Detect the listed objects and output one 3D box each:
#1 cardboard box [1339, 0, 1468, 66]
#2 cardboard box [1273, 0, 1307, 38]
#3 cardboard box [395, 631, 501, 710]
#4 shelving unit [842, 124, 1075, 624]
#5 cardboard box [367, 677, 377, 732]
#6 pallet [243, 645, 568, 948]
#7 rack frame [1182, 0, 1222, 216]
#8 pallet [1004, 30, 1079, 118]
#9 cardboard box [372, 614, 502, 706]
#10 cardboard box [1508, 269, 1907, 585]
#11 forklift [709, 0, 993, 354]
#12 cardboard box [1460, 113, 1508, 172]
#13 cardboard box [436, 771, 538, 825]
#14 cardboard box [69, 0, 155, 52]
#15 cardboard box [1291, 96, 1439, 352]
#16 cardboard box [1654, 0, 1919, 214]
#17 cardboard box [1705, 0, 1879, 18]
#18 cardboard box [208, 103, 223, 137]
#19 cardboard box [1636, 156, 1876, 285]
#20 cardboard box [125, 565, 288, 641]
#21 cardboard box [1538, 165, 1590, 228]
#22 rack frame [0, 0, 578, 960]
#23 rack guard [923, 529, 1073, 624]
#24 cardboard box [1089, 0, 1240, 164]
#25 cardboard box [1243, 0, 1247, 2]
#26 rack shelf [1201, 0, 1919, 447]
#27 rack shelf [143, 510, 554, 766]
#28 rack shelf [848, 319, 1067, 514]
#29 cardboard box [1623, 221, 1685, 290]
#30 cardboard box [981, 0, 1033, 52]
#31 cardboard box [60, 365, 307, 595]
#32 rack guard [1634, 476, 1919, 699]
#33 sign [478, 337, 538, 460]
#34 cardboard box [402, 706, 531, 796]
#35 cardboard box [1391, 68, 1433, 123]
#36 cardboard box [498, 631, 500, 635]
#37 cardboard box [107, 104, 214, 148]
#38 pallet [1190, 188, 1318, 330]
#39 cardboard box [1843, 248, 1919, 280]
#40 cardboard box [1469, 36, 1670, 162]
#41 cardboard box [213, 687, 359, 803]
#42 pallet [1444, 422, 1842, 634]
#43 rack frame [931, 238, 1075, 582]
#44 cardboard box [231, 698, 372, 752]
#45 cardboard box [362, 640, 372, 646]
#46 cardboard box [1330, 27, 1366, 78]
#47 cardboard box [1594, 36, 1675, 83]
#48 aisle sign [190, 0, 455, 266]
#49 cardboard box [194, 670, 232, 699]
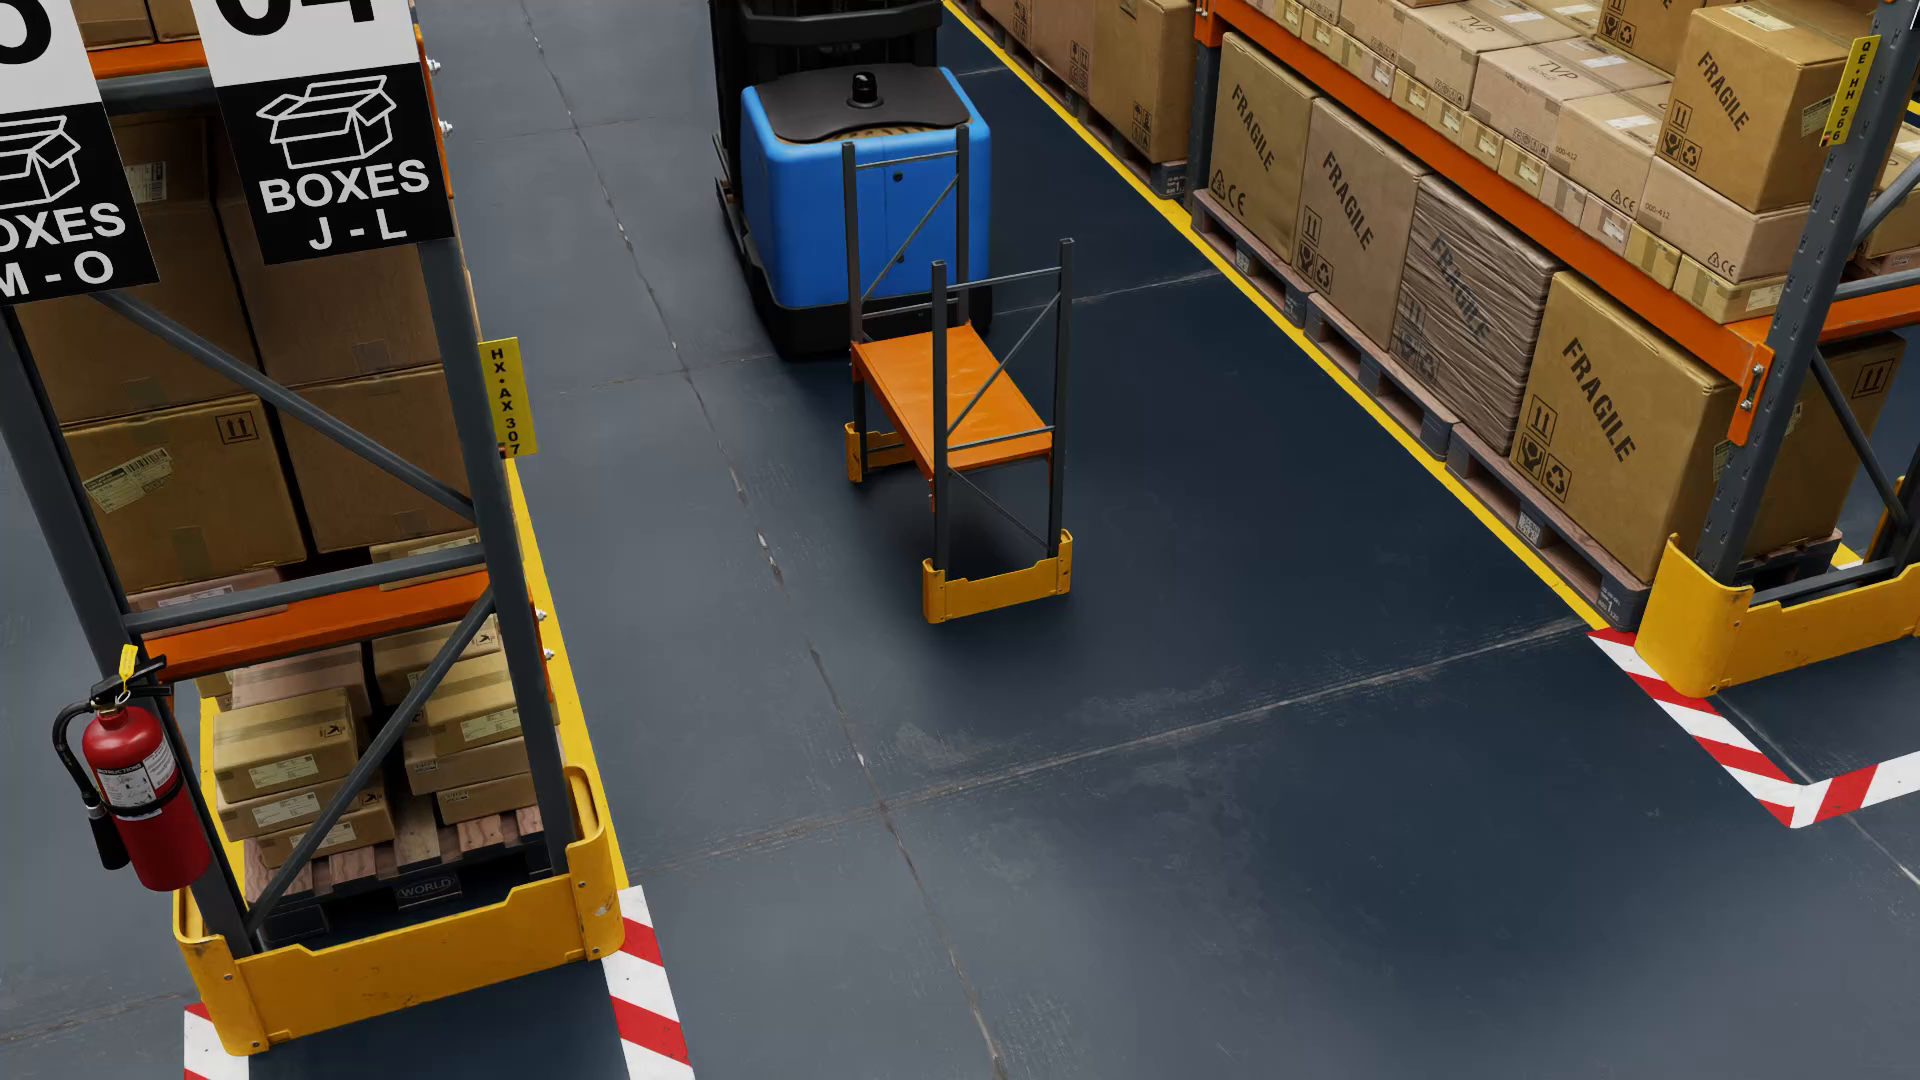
[{"bbox_3d":[1.987,-2.272,7.151,0.500,0.250,0.500,-12,38,-15],"label":"cardboard box"},{"bbox_3d":[1.692,-2.473,7.749,0.380,0.149,0.250,-11,38,-14],"label":"cardboard box"},{"bbox_3d":[-1.733,0.462,5.664,0.380,0.149,0.250,-12,39,-15],"label":"cardboard box"},{"bbox_3d":[-0.026,-0.642,6.356,0.587,1.500,1.083,-12,39,-16],"label":"shelving unit"},{"bbox_3d":[-2.165,0.548,5.549,0.380,0.149,0.250,-13,39,-16],"label":"cardboard box"},{"bbox_3d":[-1.867,0.728,5.609,1.003,0.211,1.213,-12,39,-16],"label":"pallet"},{"bbox_3d":[1.721,-3.106,8.381,1.000,3.000,0.127,-12,39,-16],"label":"rack frame"},{"bbox_3d":[0.961,-3.103,10.694,1.003,0.211,1.213,-12,39,-16],"label":"pallet"},{"bbox_3d":[-1.664,0.359,5.306,0.380,0.149,0.250,-12,39,-15],"label":"cardboard box"},{"bbox_3d":[2.802,-0.511,6.352,0.875,0.875,0.875,-12,39,-16],"label":"cardboard box"},{"bbox_3d":[-0.716,-2.930,8.204,1.130,2.935,3.031,-9,38,-12],"label":"forklift"},{"bbox_3d":[2.223,-1.603,6.593,0.380,0.149,0.250,-12,39,-16],"label":"cardboard box"},{"bbox_3d":[-1.474,0.732,5.306,0.380,0.149,0.250,-12,39,-15],"label":"cardboard box"},{"bbox_3d":[-1.999,-1.217,3.505,0.500,0.250,0.500,-13,39,-17],"label":"cardboard box"},{"bbox_3d":[2.183,-1.528,7.702,0.875,0.875,0.875,-12,39,-16],"label":"cardboard box"},{"bbox_3d":[2.683,-1.426,5.404,0.500,0.500,0.500,-12,39,-15],"label":"cardboard box"},{"bbox_3d":[3.014,-1.815,5.920,0.500,0.500,0.500,-13,39,-17],"label":"cardboard box"},{"bbox_3d":[-1.679,-1.027,4.459,0.500,0.500,0.500,-11,38,-15],"label":"cardboard box"},{"bbox_3d":[2.681,-1.125,5.627,0.500,0.250,0.500,-13,39,-17],"label":"cardboard box"},{"bbox_3d":[-1.972,0.098,4.336,0.380,0.149,0.250,-12,39,-16],"label":"cardboard box"},{"bbox_3d":[2.404,-1.310,6.205,0.380,0.149,0.250,-12,39,-15],"label":"cardboard box"},{"bbox_3d":[-1.594,0.123,4.094,1.000,3.000,0.127,-12,39,-16],"label":"rack frame"},{"bbox_3d":[0.145,0.138,6.358,0.587,0.250,0.087,-12,39,-16],"label":"rack guard"},{"bbox_3d":[1.482,-2.783,9.368,1.225,0.875,0.875,-12,39,-16],"label":"cardboard box"},{"bbox_3d":[1.510,-2.770,8.143,0.380,0.149,0.250,-12,39,-16],"label":"cardboard box"},{"bbox_3d":[2.409,-1.689,7.097,1.077,0.370,4.000,-12,39,-16],"label":"rack shelf"},{"bbox_3d":[-2.283,-0.719,5.810,1.077,0.370,4.000,-12,39,-16],"label":"rack shelf"},{"bbox_3d":[-0.029,-0.504,6.471,0.538,0.185,1.000,-12,39,-16],"label":"rack shelf"},{"bbox_3d":[2.575,-1.026,5.828,0.380,0.149,0.250,-12,39,-15],"label":"cardboard box"},{"bbox_3d":[0.862,-3.786,10.700,1.225,0.875,0.875,-12,39,-16],"label":"cardboard box"},{"bbox_3d":[-1.991,-0.236,4.240,0.500,0.500,0.500,-12,39,-15],"label":"cardboard box"},{"bbox_3d":[3.106,0.165,6.115,1.175,0.500,0.348,-12,39,-16],"label":"rack guard"},{"bbox_3d":[-1.085,-0.335,3.982,0.100,0.325,0.005,-12,39,-16],"label":"sign"},{"bbox_3d":[-1.534,0.626,5.199,0.380,0.149,0.250,-11,38,-14],"label":"cardboard box"},{"bbox_3d":[2.048,-1.890,6.975,0.380,0.149,0.250,-14,39,-17],"label":"cardboard box"},{"bbox_3d":[-1.742,0.340,5.579,0.380,0.149,0.250,-12,39,-15],"label":"cardboard box"},{"bbox_3d":[-2.160,-0.928,4.328,0.500,0.500,0.500,-14,39,-17],"label":"cardboard box"},{"bbox_3d":[1.909,-1.547,8.628,1.003,0.211,1.213,-12,39,-16],"label":"pallet"},{"bbox_3d":[3.285,-1.015,5.814,0.380,0.149,0.250,-12,39,-15],"label":"cardboard box"},{"bbox_3d":[2.332,-1.699,6.389,0.500,0.250,0.500,-14,39,-17],"label":"cardboard box"},{"bbox_3d":[-2.015,0.610,4.973,0.380,0.149,0.250,-12,39,-15],"label":"cardboard box"},{"bbox_3d":[2.749,-0.168,6.798,1.003,0.211,1.213,-12,39,-16],"label":"pallet"},{"bbox_3d":[0.146,-0.360,5.982,0.500,1.500,0.032,-12,39,-16],"label":"rack frame"},{"bbox_3d":[-2.083,0.577,5.264,0.380,0.149,0.250,-13,39,-17],"label":"cardboard box"},{"bbox_3d":[-2.220,0.270,5.672,0.380,0.149,0.250,-13,39,-16],"label":"cardboard box"},{"bbox_3d":[1.872,-2.180,7.360,0.380,0.149,0.250,-13,39,-17],"label":"cardboard box"},{"bbox_3d":[2.831,-1.810,6.537,0.500,0.250,0.500,-14,39,-17],"label":"cardboard box"},{"bbox_3d":[-1.288,-0.936,3.339,0.394,0.787,0.004,-12,39,-16],"label":"aisle sign"},{"bbox_3d":[-2.256,0.336,5.337,0.380,0.149,0.250,-13,39,-17],"label":"cardboard box"}]
